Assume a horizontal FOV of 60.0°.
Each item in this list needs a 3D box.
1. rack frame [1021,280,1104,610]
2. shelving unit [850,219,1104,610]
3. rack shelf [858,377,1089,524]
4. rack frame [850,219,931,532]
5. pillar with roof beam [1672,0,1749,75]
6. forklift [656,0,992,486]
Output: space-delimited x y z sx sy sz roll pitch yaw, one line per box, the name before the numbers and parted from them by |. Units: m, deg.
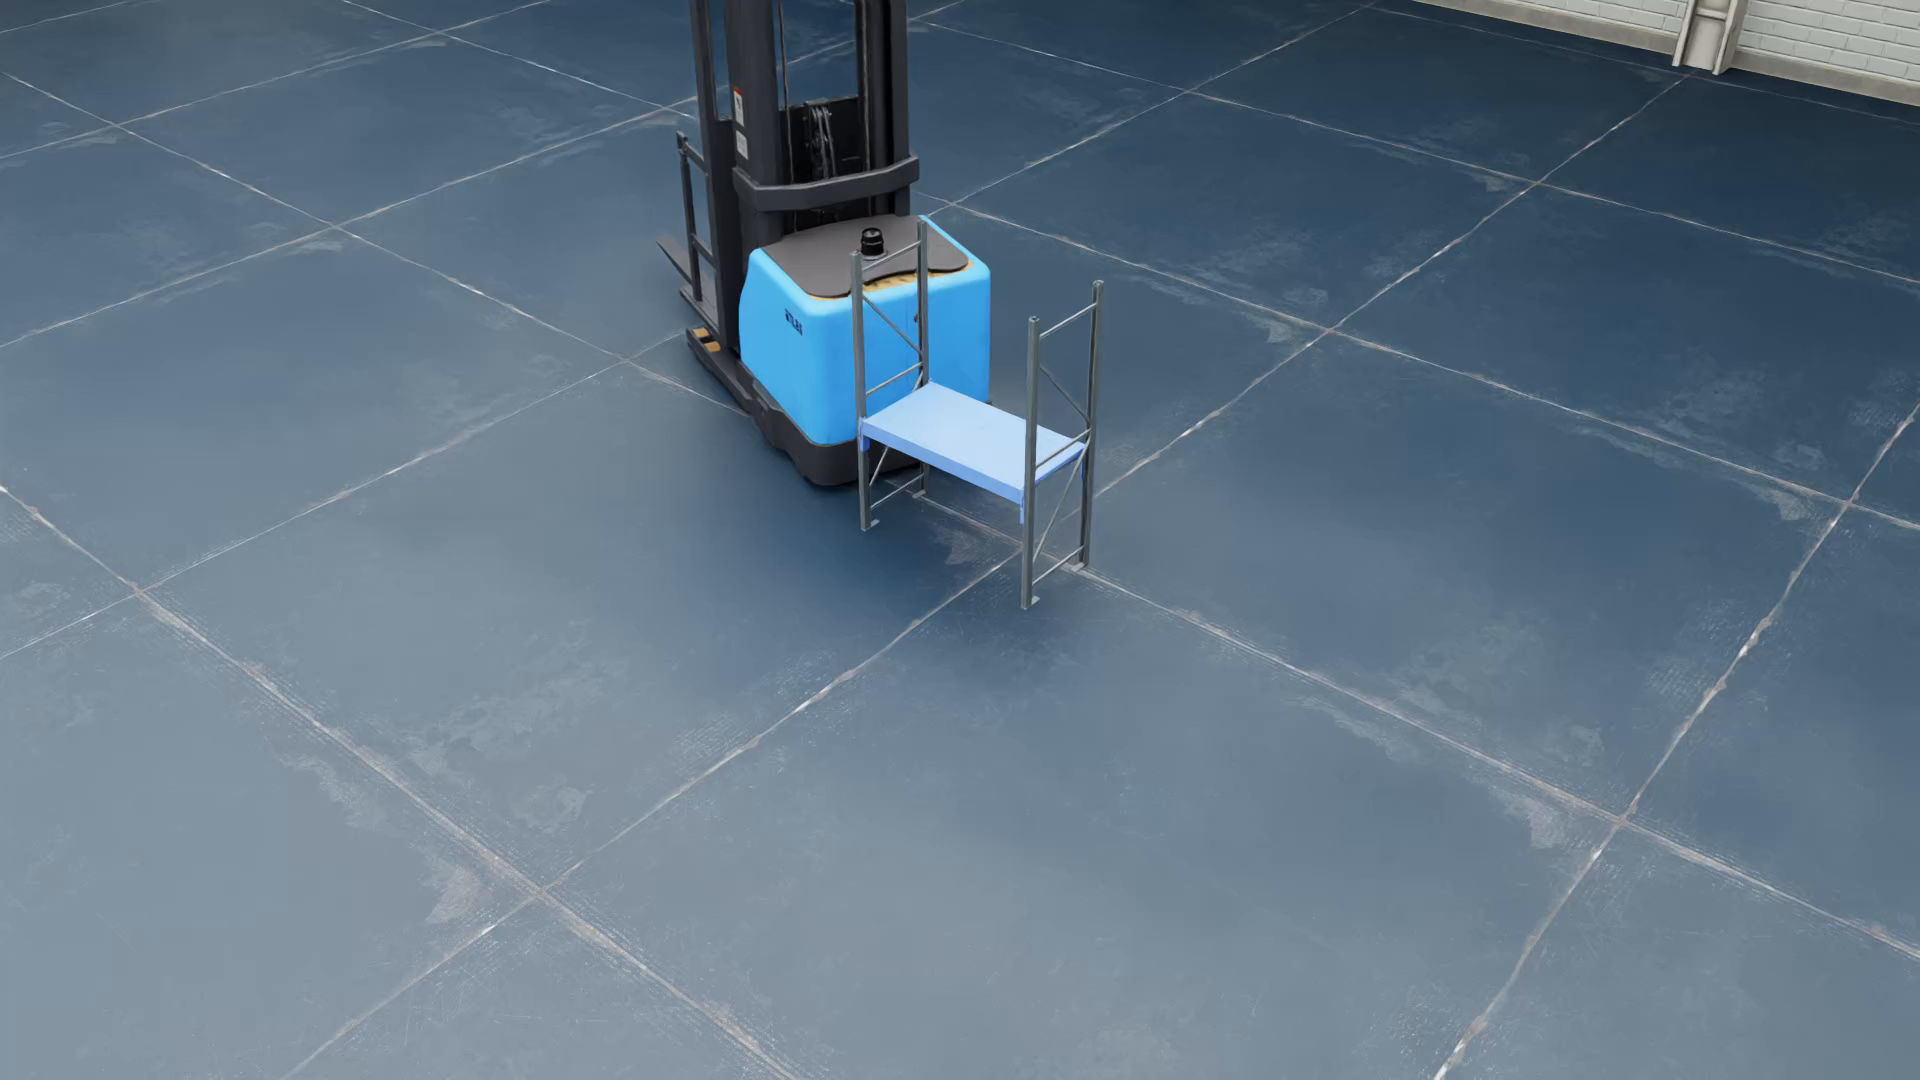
rack frame | 0.456 -0.403 7.512 0.032 1.500 0.500 25 42 32
shelving unit | 0.066 -0.587 7.780 1.048 1.500 0.538 25 42 32
rack shelf | 0.066 -0.439 7.882 1.000 0.185 0.538 25 42 32
rack frame | -0.325 -0.771 8.049 0.032 1.500 0.500 25 42 32
pillar with roof beam | 3.538 -5.862 8.836 0.400 9.000 9.100 25 42 32
forklift | -0.957 -2.302 9.012 1.130 2.935 3.031 -16 38 -22
